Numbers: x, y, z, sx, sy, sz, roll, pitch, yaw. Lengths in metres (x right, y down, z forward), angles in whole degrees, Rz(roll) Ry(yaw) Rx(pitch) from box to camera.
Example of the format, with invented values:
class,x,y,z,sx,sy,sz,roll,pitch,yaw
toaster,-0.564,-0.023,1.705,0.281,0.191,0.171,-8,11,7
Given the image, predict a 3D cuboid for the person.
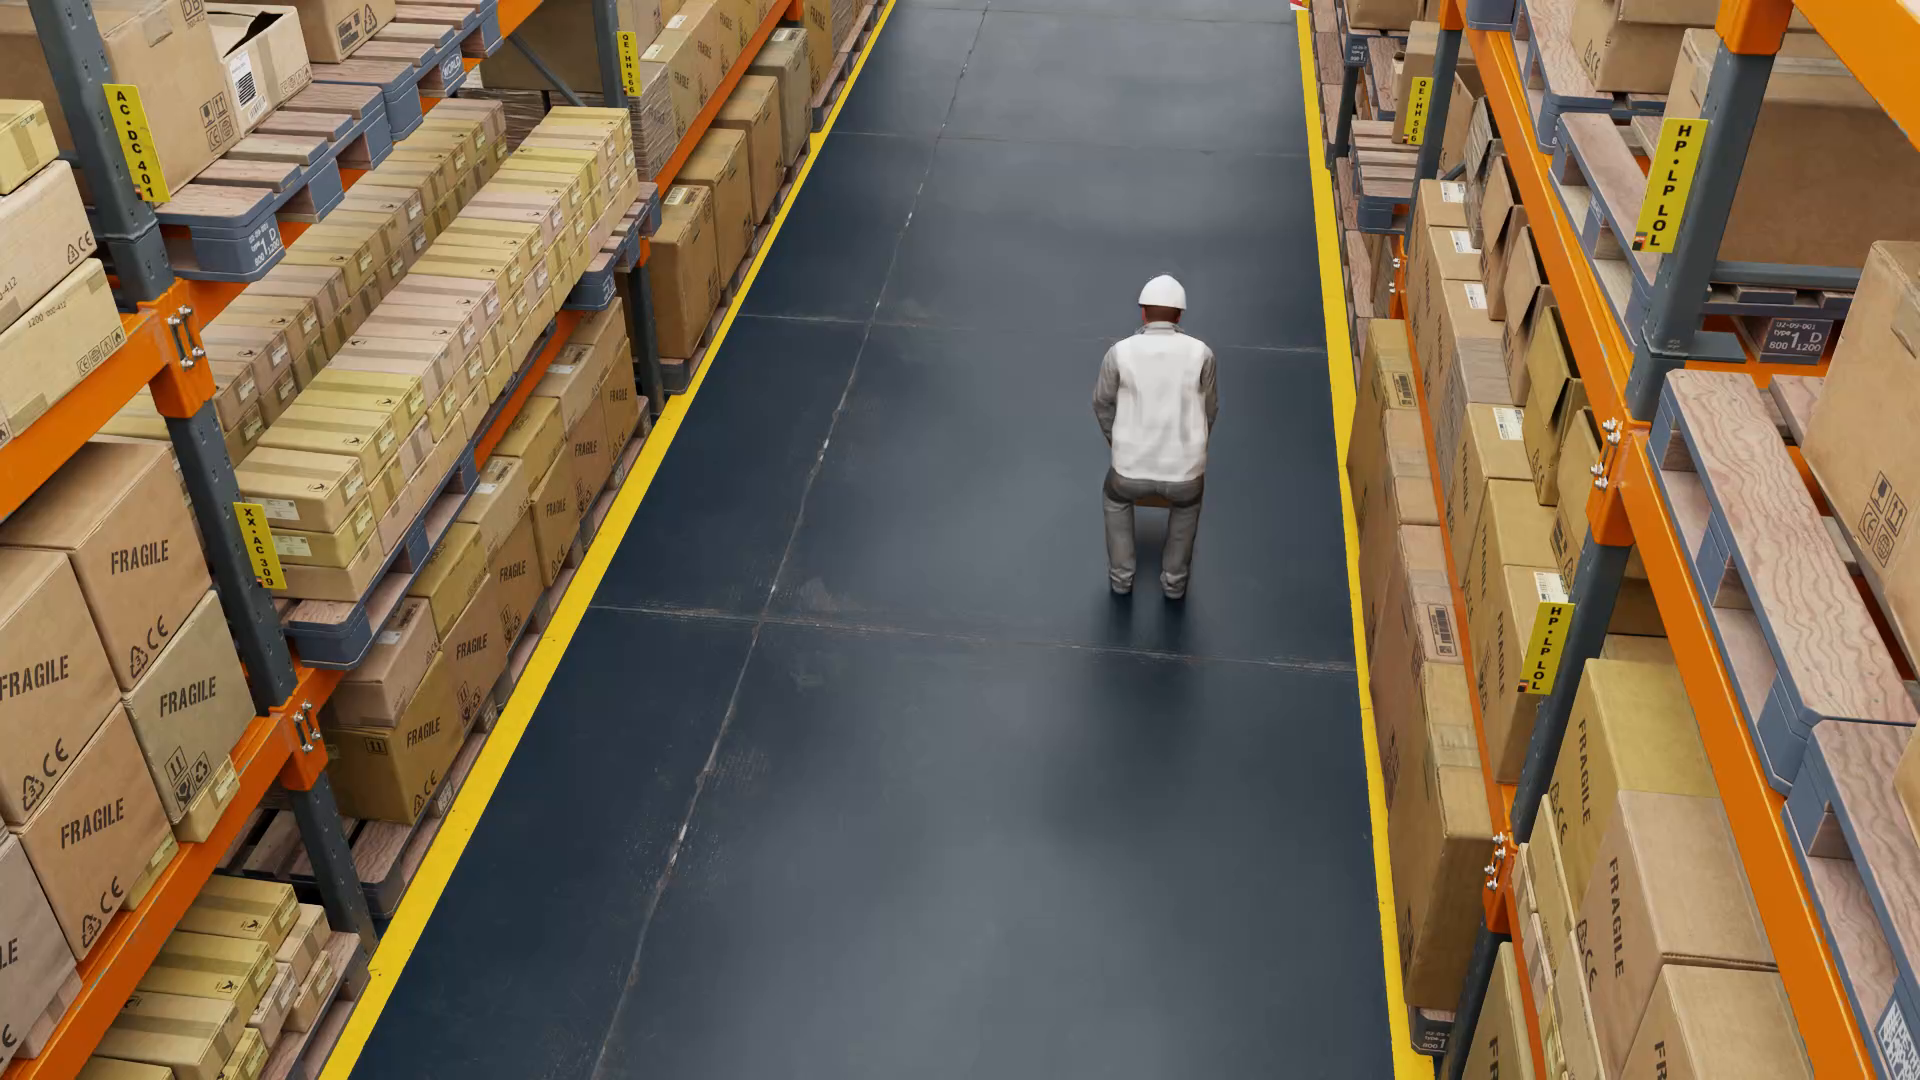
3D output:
class,x,y,z,sx,sy,sz,roll,pitch,yaw
person,0.905,-0.446,7.846,0.589,1.534,0.693,5,36,6
